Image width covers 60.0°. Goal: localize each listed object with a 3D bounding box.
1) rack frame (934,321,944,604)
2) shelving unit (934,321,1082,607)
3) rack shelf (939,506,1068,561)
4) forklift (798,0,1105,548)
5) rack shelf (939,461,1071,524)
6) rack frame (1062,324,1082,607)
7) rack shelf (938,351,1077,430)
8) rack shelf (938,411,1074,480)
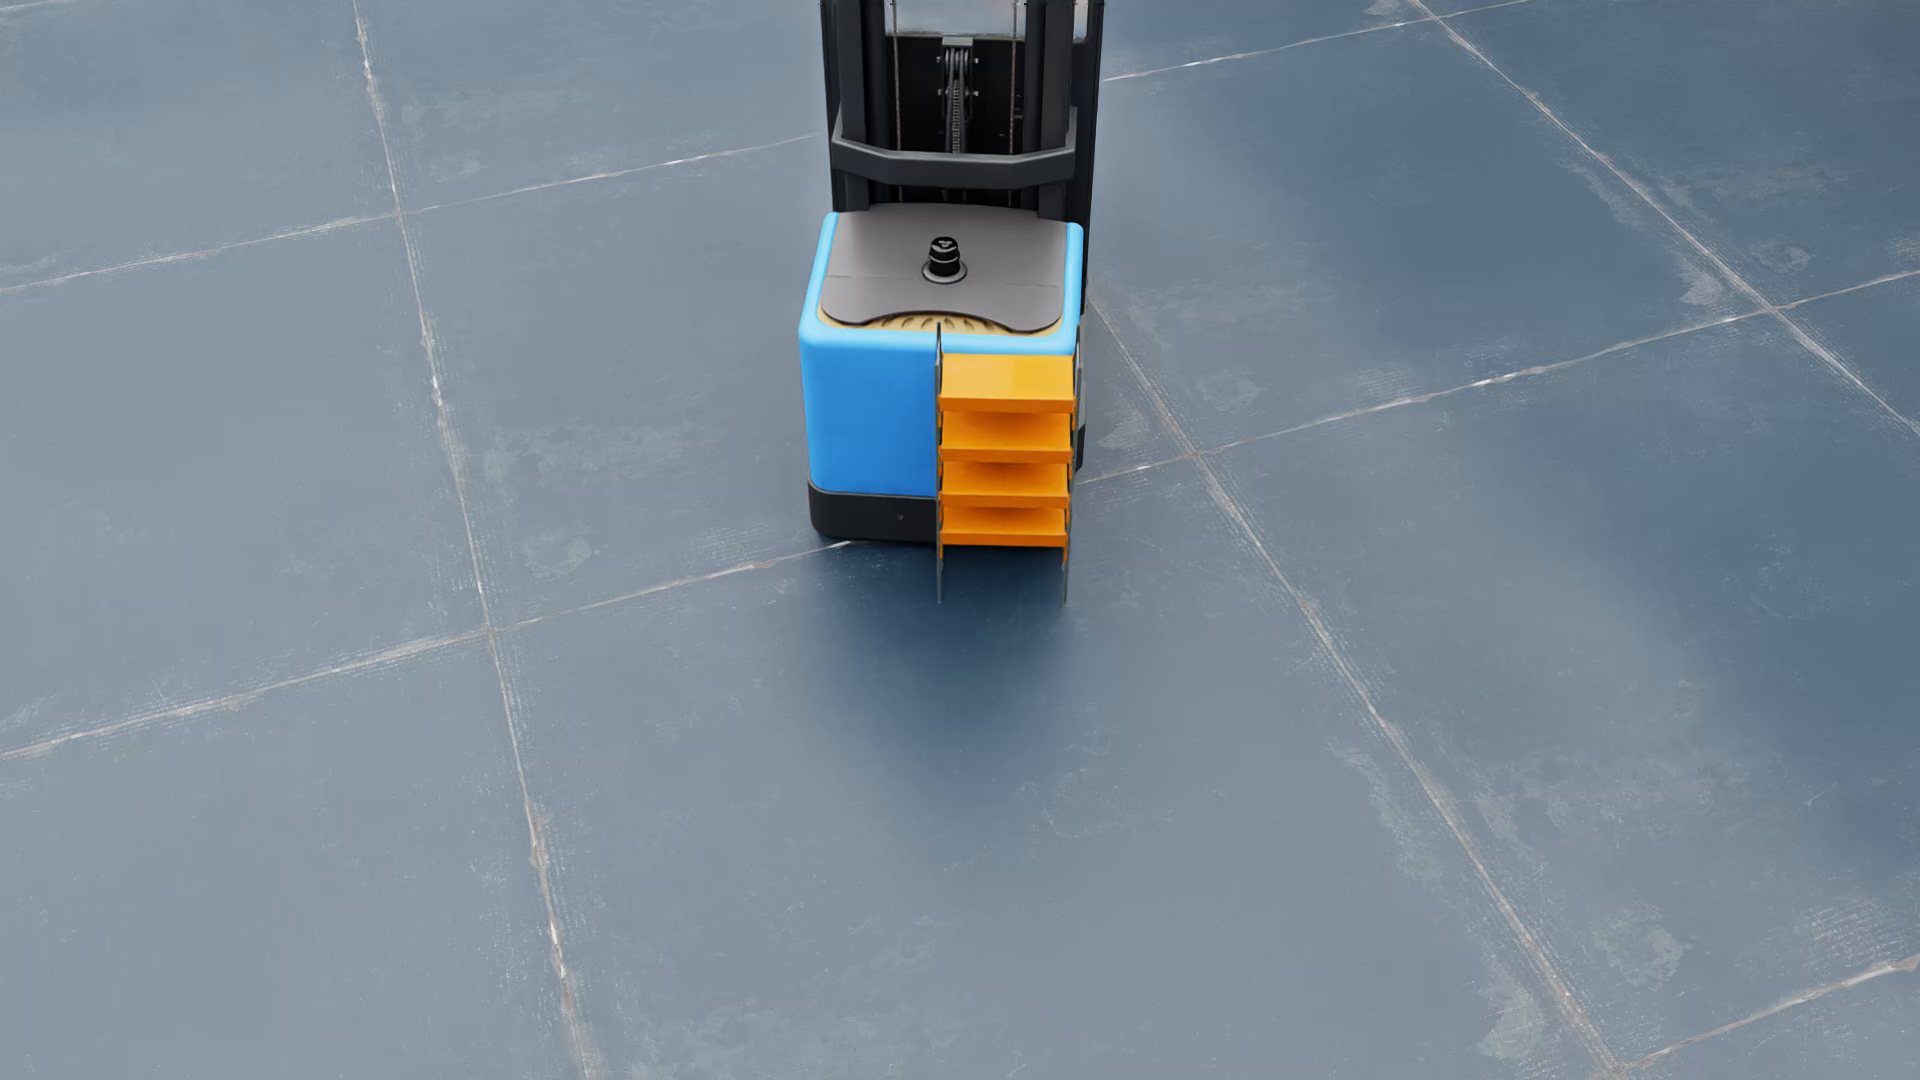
[{"bbox_3d":[-0.077,-0.257,6.159,0.015,1.200,0.240,1,45,1],"label":"rack frame"},{"bbox_3d":[0.167,-0.252,6.154,0.503,1.200,0.258,1,45,1],"label":"shelving unit"},{"bbox_3d":[0.167,-0.064,6.342,0.480,0.148,0.258,1,45,1],"label":"rack shelf"},{"bbox_3d":[0.027,-2.043,6.716,1.130,2.935,3.031,3,45,3],"label":"forklift"},{"bbox_3d":[0.167,-0.204,6.201,0.480,0.148,0.258,1,45,1],"label":"rack shelf"},{"bbox_3d":[0.411,-0.247,6.149,0.015,1.200,0.240,1,45,1],"label":"rack frame"},{"bbox_3d":[0.167,-0.529,5.875,0.480,0.148,0.258,1,45,1],"label":"rack shelf"},{"bbox_3d":[0.167,-0.362,6.043,0.480,0.148,0.258,1,45,1],"label":"rack shelf"}]
